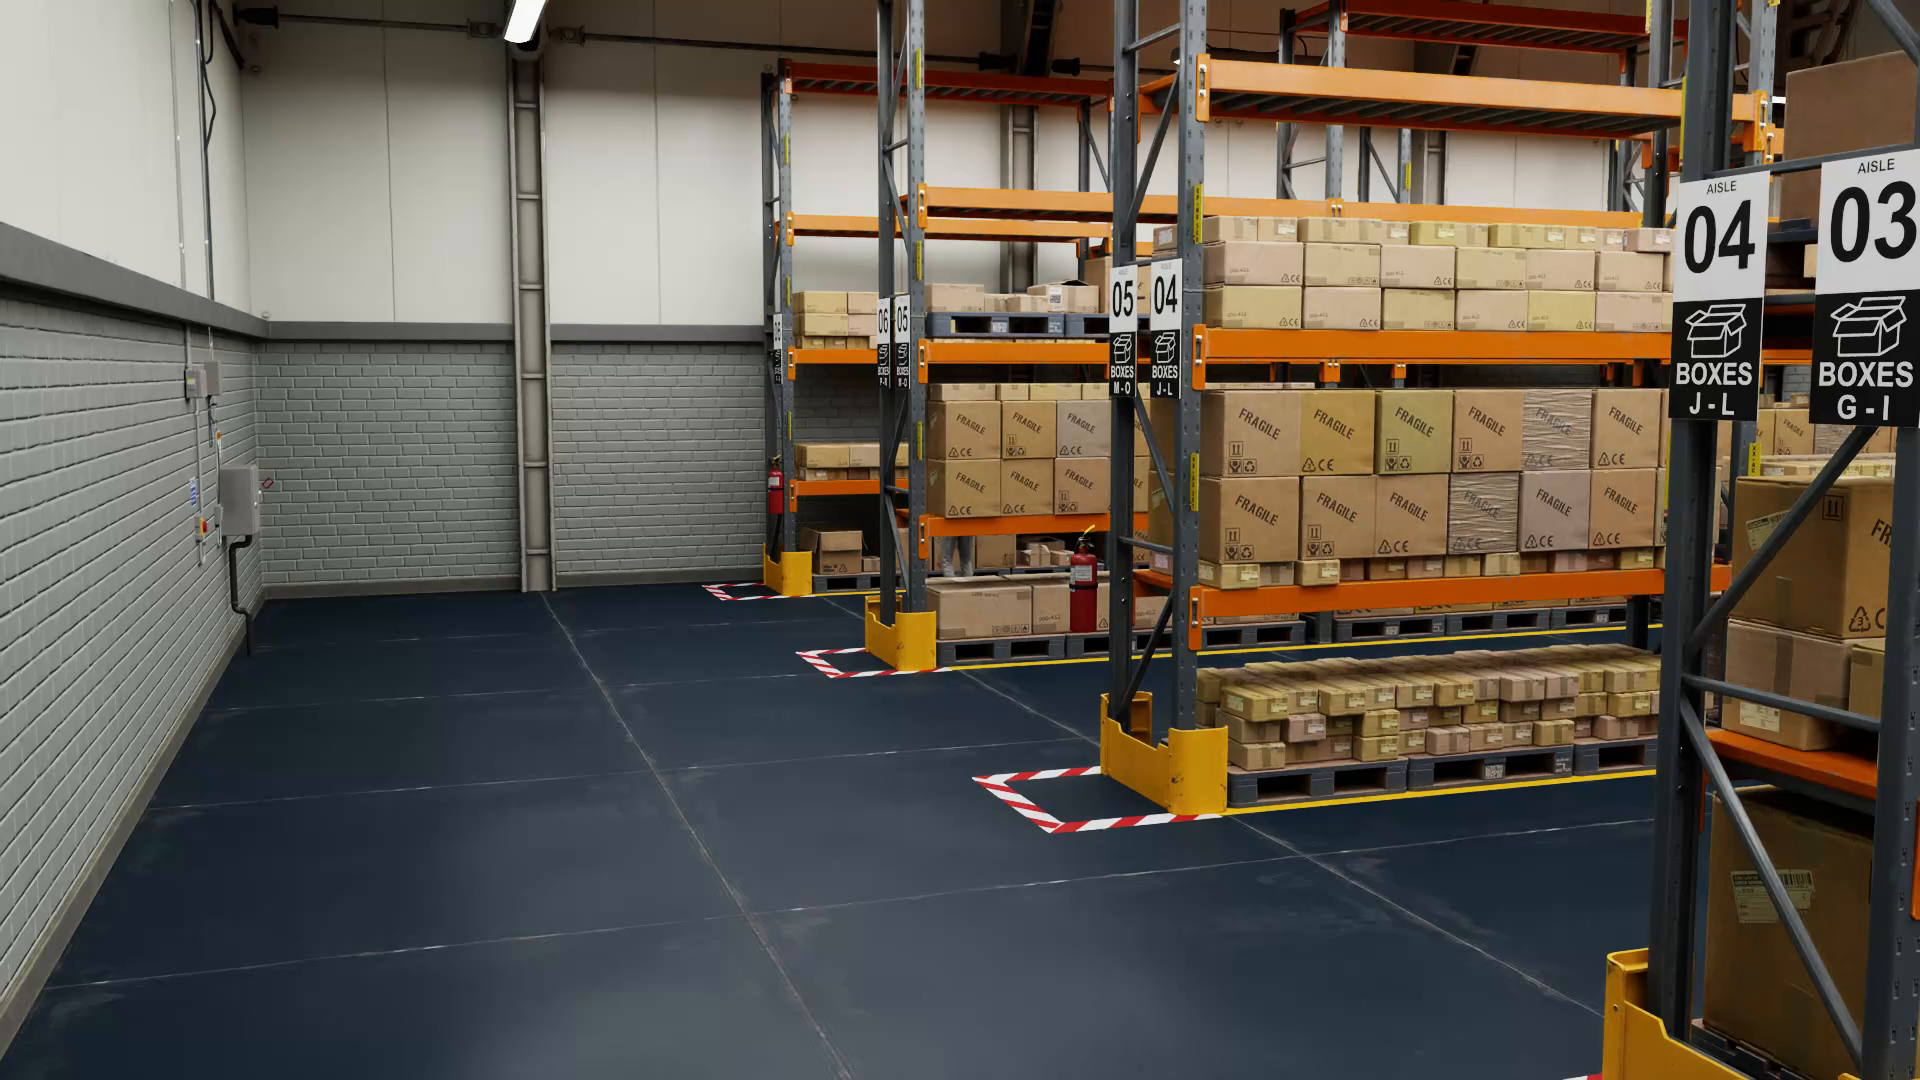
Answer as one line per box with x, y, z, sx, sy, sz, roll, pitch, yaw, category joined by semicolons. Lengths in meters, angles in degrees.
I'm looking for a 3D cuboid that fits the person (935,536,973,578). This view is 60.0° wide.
-0.058;-0.099;18.053;0.470;1.661;0.328;-2;6;-18;person
